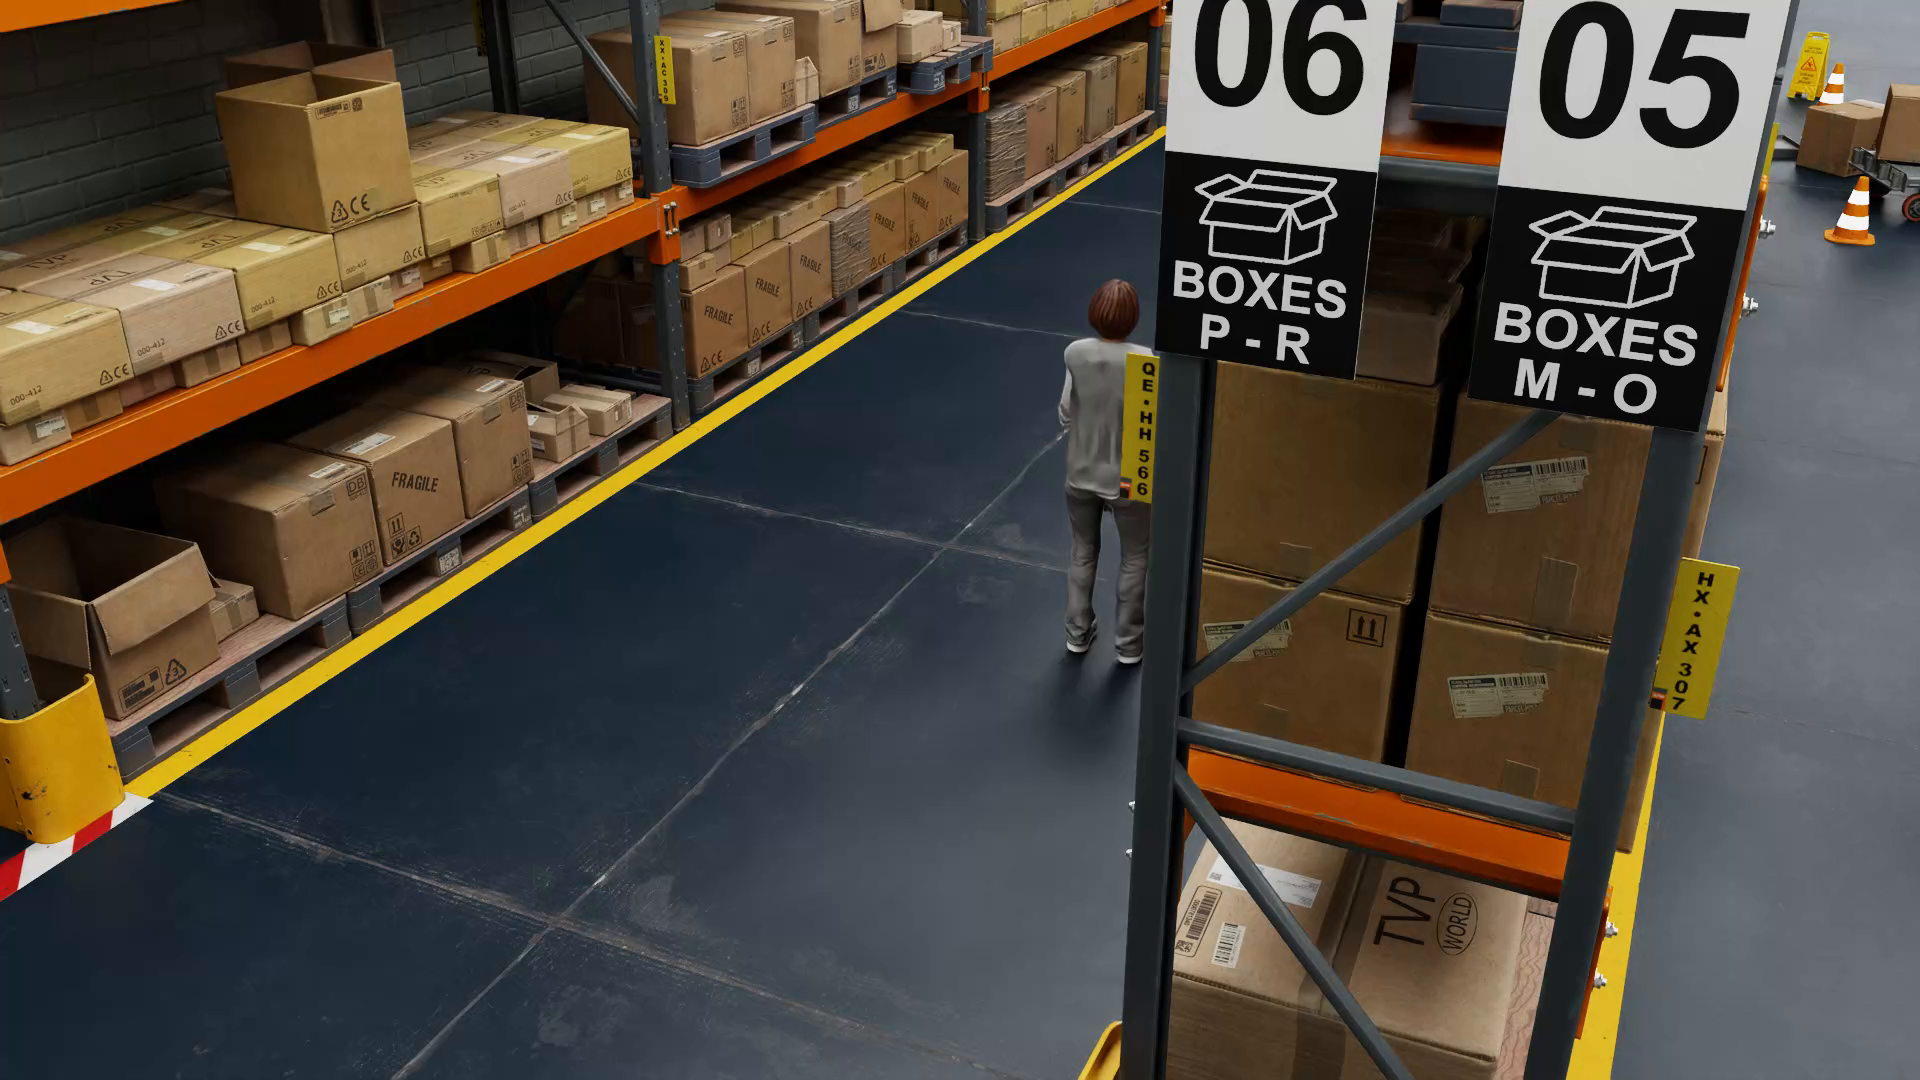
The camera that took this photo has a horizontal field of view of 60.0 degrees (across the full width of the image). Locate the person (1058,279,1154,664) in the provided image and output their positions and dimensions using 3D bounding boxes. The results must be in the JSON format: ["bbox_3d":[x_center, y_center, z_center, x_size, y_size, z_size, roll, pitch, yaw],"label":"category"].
[{"bbox_3d":[0.605,-0.265,6.647,0.445,1.602,0.371,12,29,22],"label":"person"}]
